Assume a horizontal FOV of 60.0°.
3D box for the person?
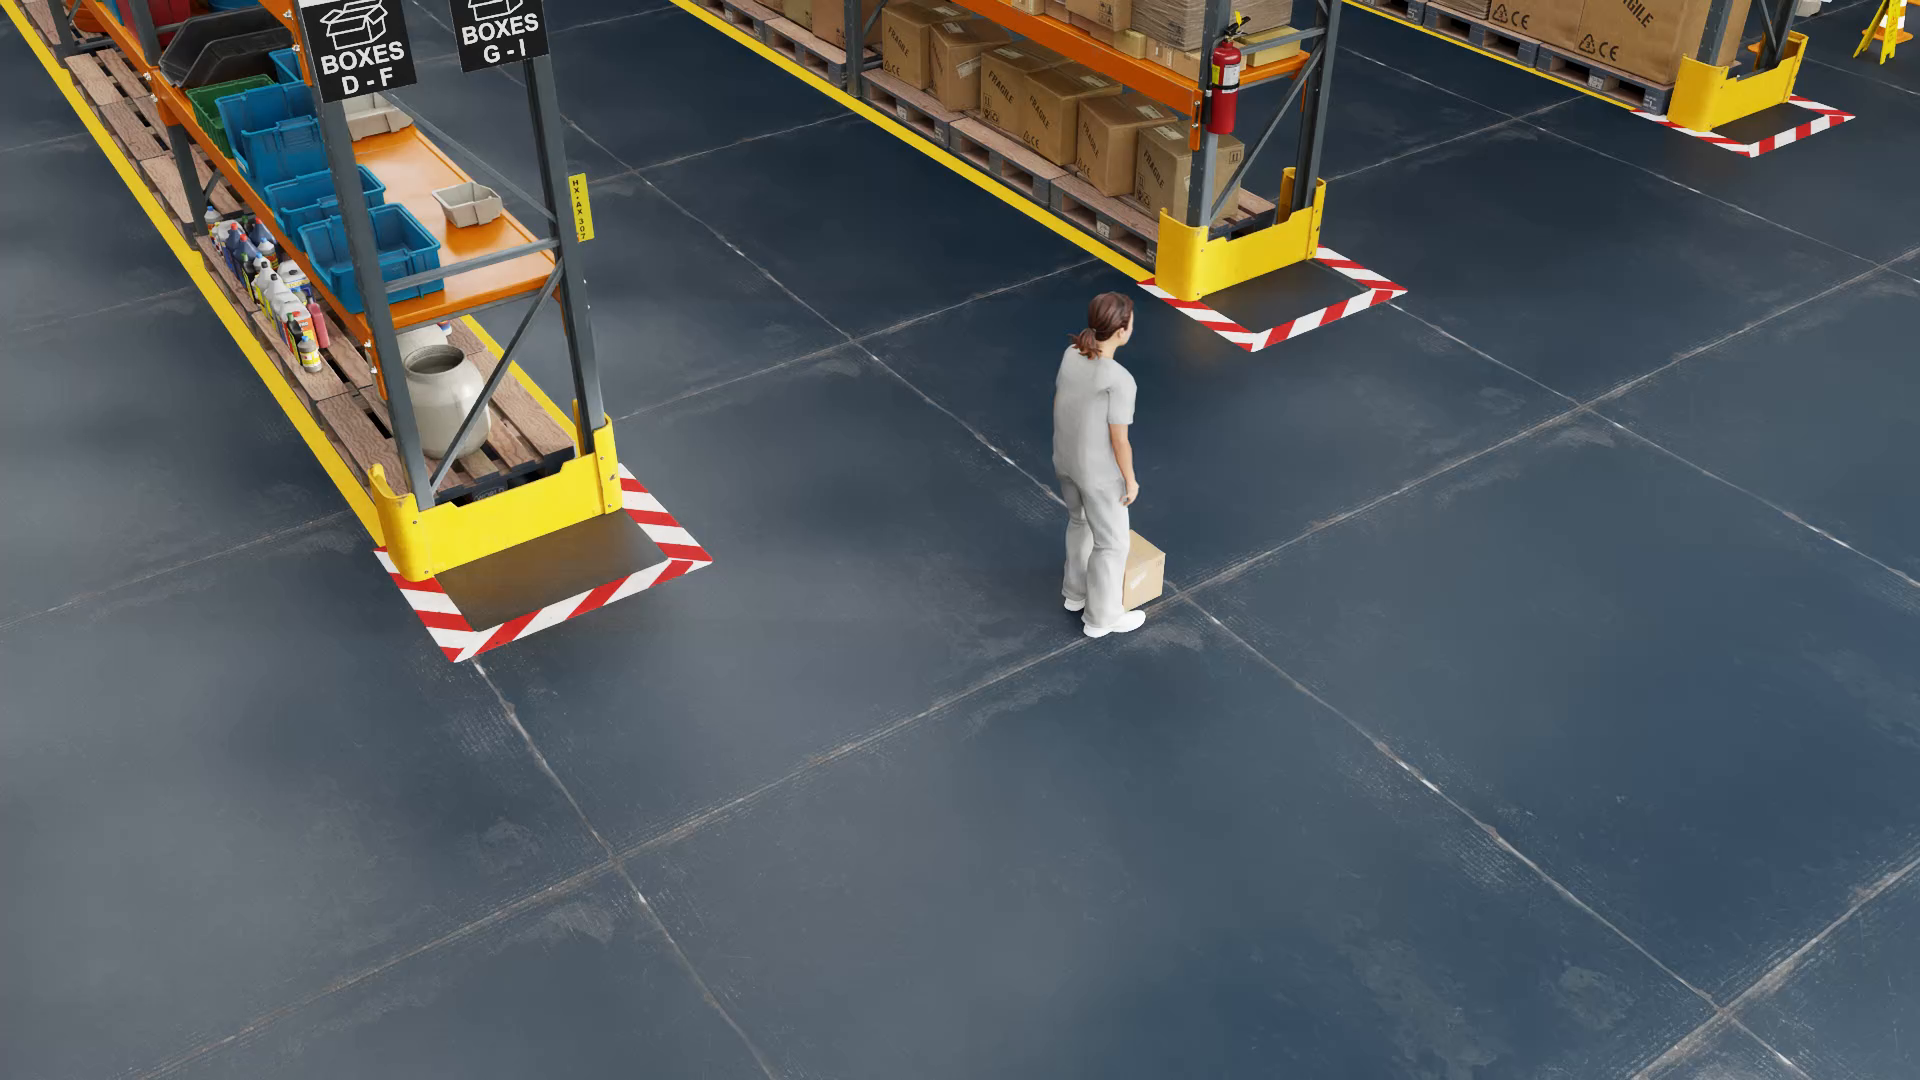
[{"bbox_3d":[0.627,-0.342,7.465,0.404,1.673,0.492,-23,42,-28],"label":"person"}]
